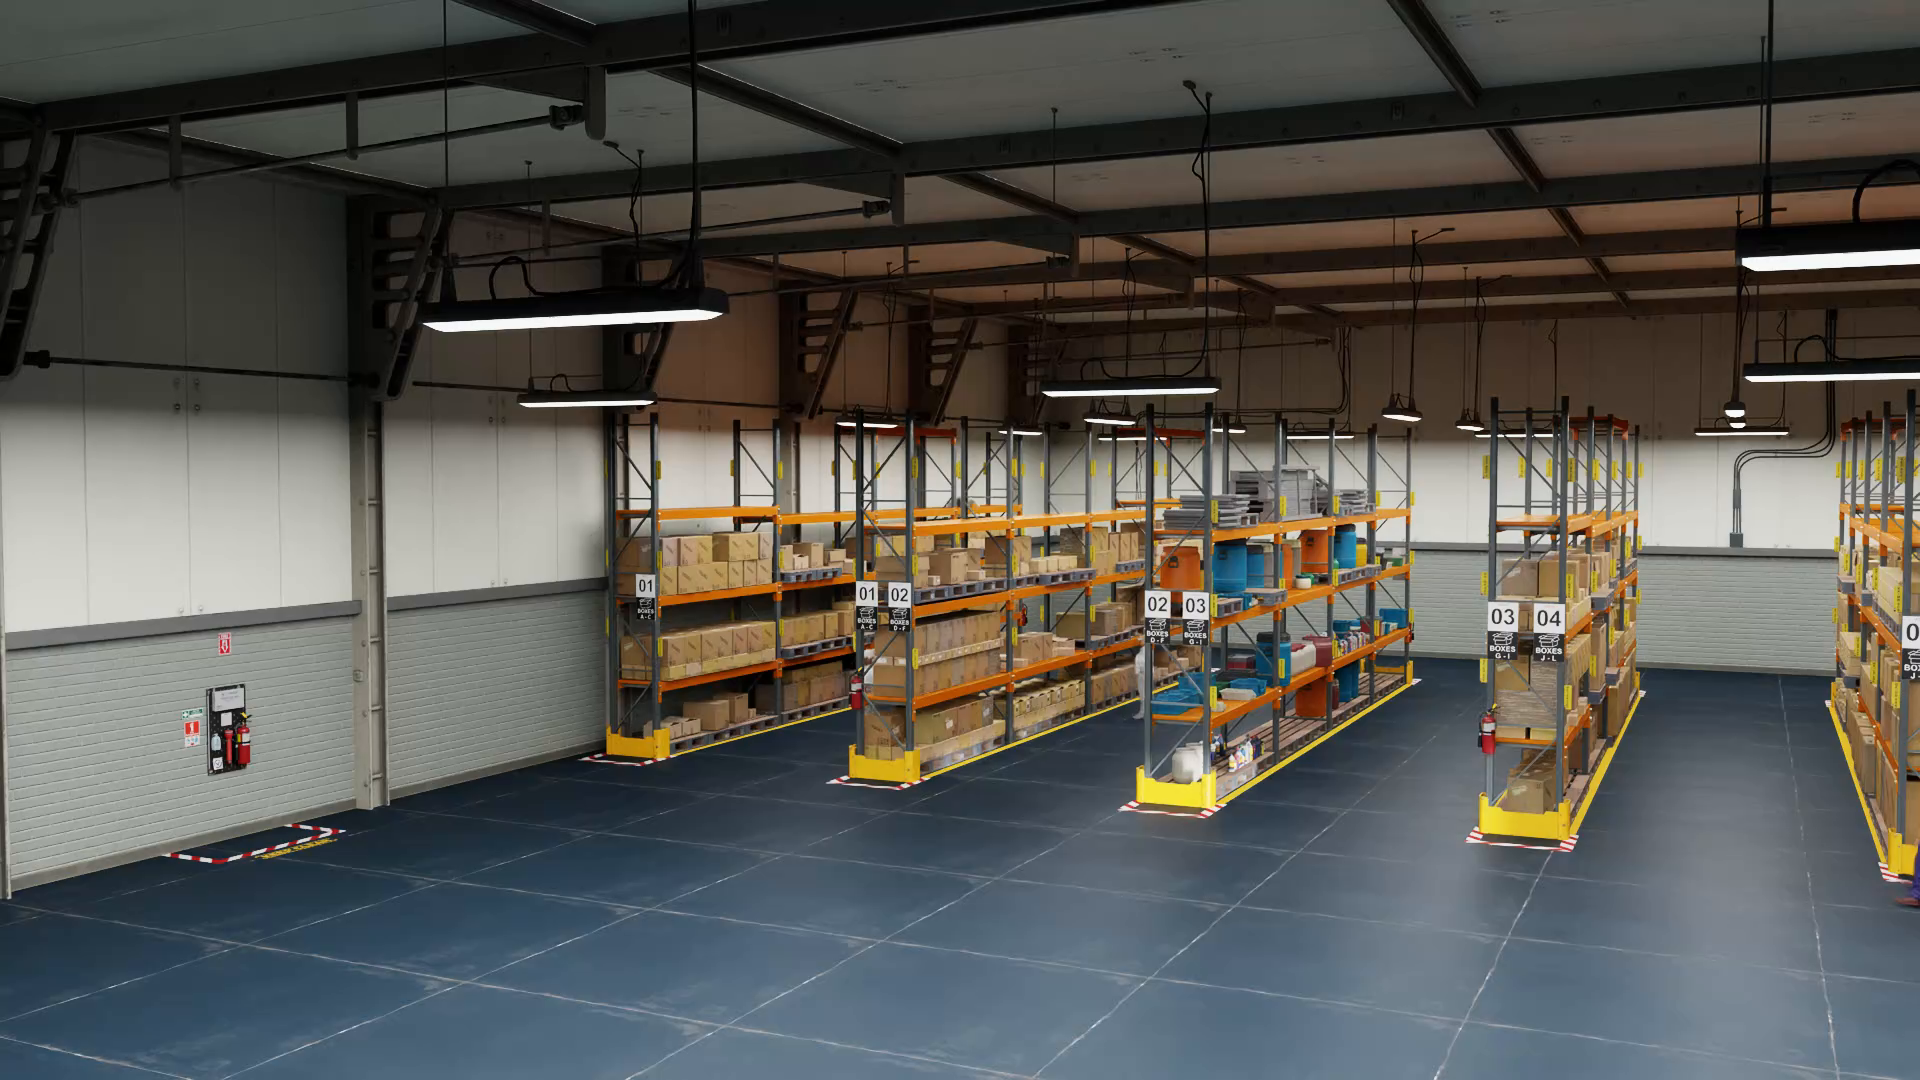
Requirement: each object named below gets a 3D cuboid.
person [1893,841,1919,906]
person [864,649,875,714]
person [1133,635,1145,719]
[{"bbox_3d":[11.179,3.393,18.919,0.864,1.615,0.469,0,2,4],"label":"person"},{"bbox_3d":[-1.652,2.864,29.930,0.361,1.801,0.670,1,3,21],"label":"person"},{"bbox_3d":[3.709,2.758,33.698,0.420,1.673,0.560,0,2,5],"label":"person"}]
